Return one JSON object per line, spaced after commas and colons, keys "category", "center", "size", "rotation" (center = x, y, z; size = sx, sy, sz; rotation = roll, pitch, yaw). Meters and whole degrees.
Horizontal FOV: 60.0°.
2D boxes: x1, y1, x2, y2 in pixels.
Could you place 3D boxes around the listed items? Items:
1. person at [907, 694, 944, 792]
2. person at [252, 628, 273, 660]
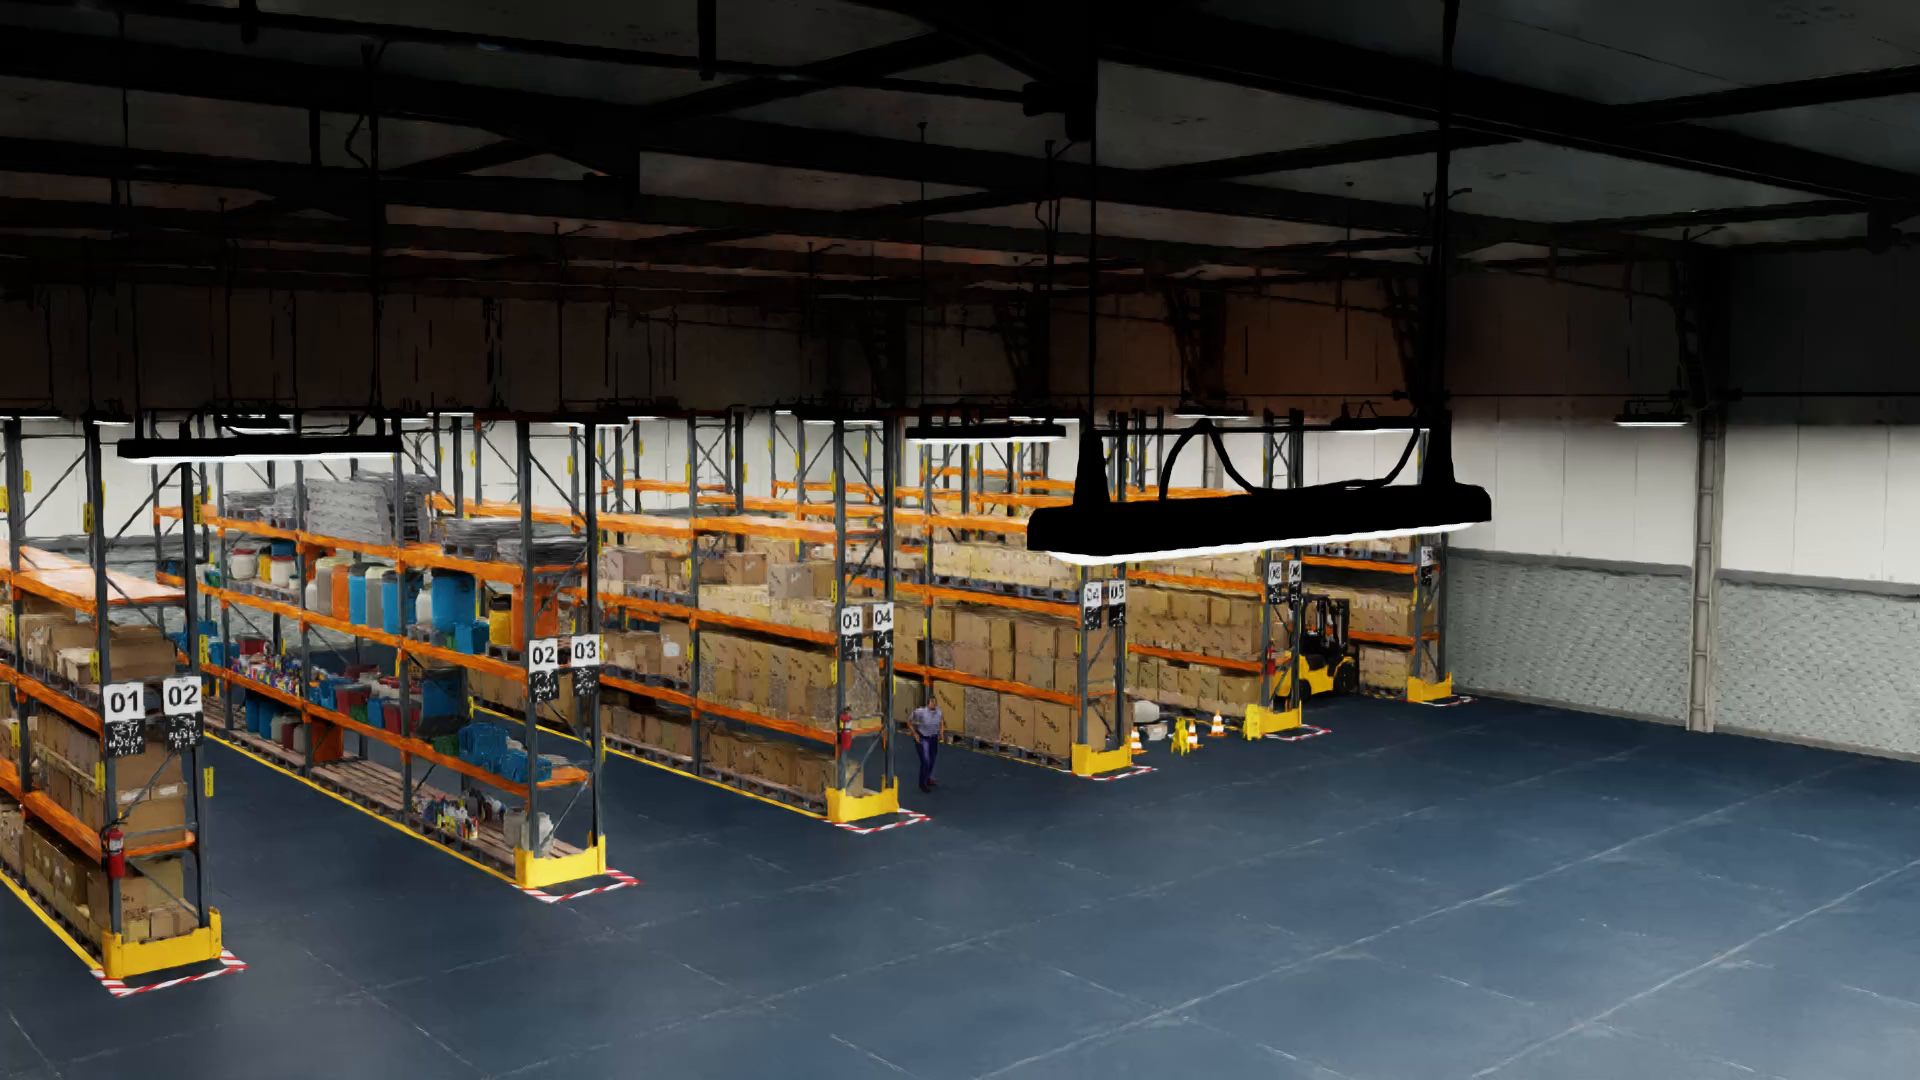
{"category": "person", "center": [-0.564, 3.211, 26.730], "size": [0.650, 1.568, 0.669], "rotation": [-4, 6, -37]}
{"category": "person", "center": [-13.998, 2.580, 33.155], "size": [0.690, 1.708, 0.752], "rotation": [-4, 6, -36]}
